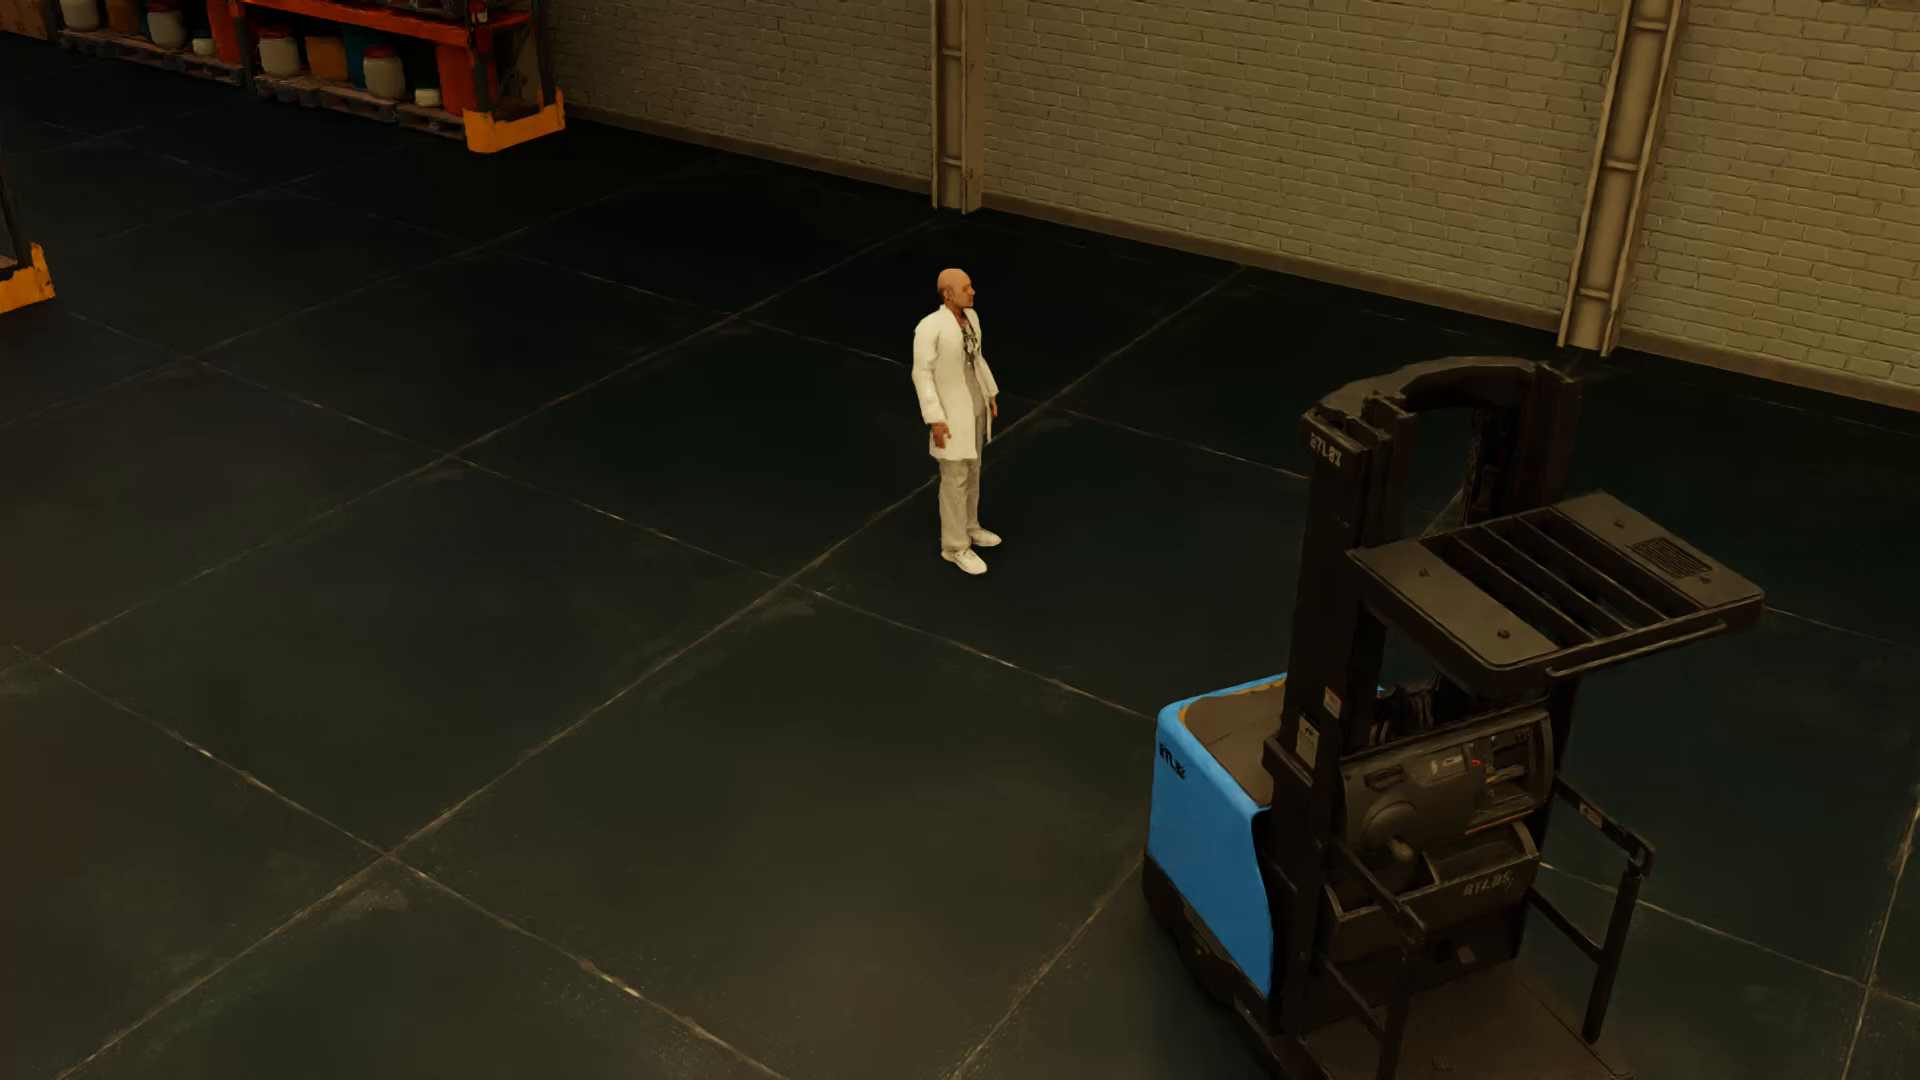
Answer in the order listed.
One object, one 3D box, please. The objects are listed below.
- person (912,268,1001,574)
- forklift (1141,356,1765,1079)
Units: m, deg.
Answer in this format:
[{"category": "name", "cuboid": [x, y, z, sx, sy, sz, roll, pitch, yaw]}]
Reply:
[{"category": "person", "cuboid": [0.073, -0.747, 10.003, 0.579, 1.776, 0.694, 19, 35, 29]}, {"category": "forklift", "cuboid": [1.882, 0.955, 5.937, 1.130, 2.935, 3.031, -12, 32, -20]}]
